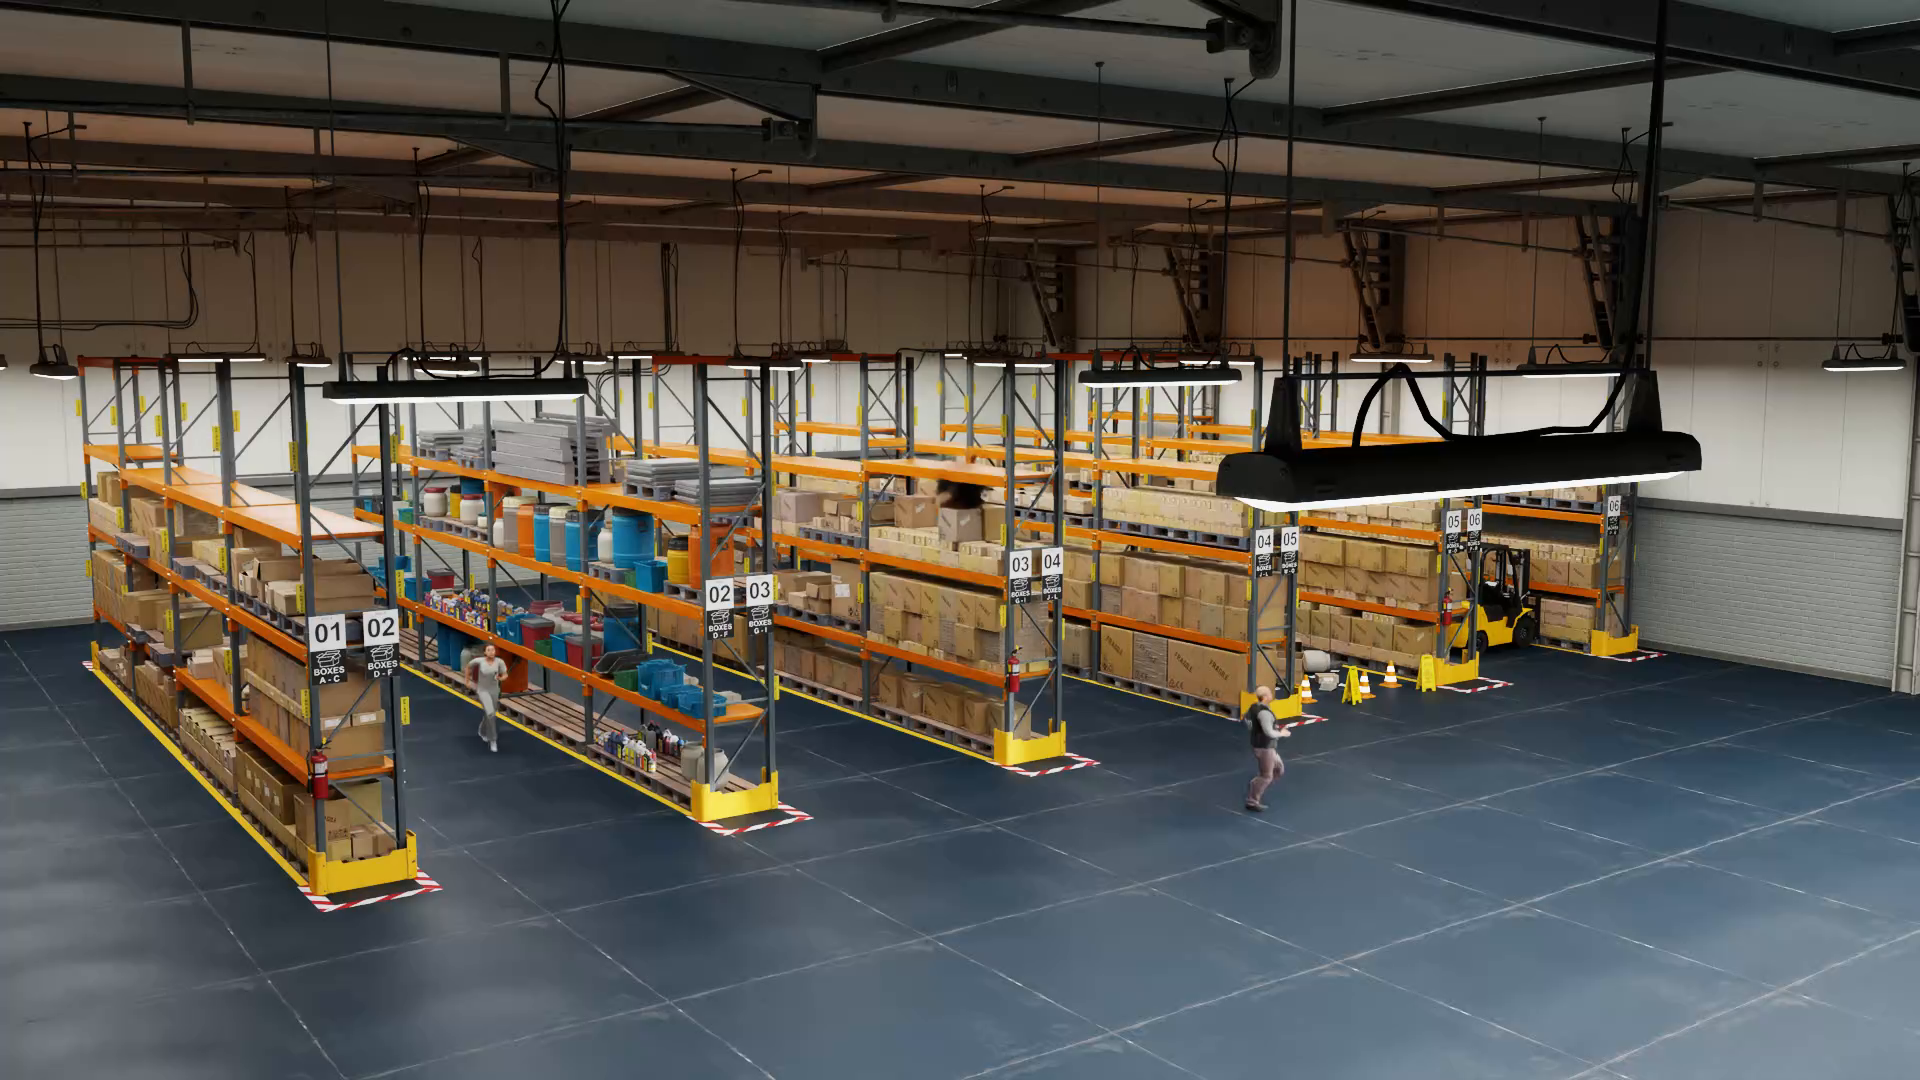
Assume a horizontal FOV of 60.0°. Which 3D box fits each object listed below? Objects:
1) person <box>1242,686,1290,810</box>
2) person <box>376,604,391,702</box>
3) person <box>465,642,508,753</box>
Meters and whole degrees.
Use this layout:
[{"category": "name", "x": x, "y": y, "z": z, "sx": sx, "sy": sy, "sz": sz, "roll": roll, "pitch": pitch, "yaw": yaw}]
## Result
[{"category": "person", "x": 4.128, "y": 2.786, "z": 22.343, "sx": 0.603, "sy": 1.682, "sz": 0.643, "roll": 0, "pitch": 7, "yaw": -2}, {"category": "person", "x": -9.969, "y": 1.999, "z": 28.711, "sx": 0.642, "sy": 1.787, "sz": 0.763, "roll": -6, "pitch": 9, "yaw": -40}, {"category": "person", "x": -7.309, "y": 2.399, "z": 25.721, "sx": 0.586, "sy": 1.695, "sz": 0.834, "roll": -4, "pitch": 8, "yaw": -32}]
